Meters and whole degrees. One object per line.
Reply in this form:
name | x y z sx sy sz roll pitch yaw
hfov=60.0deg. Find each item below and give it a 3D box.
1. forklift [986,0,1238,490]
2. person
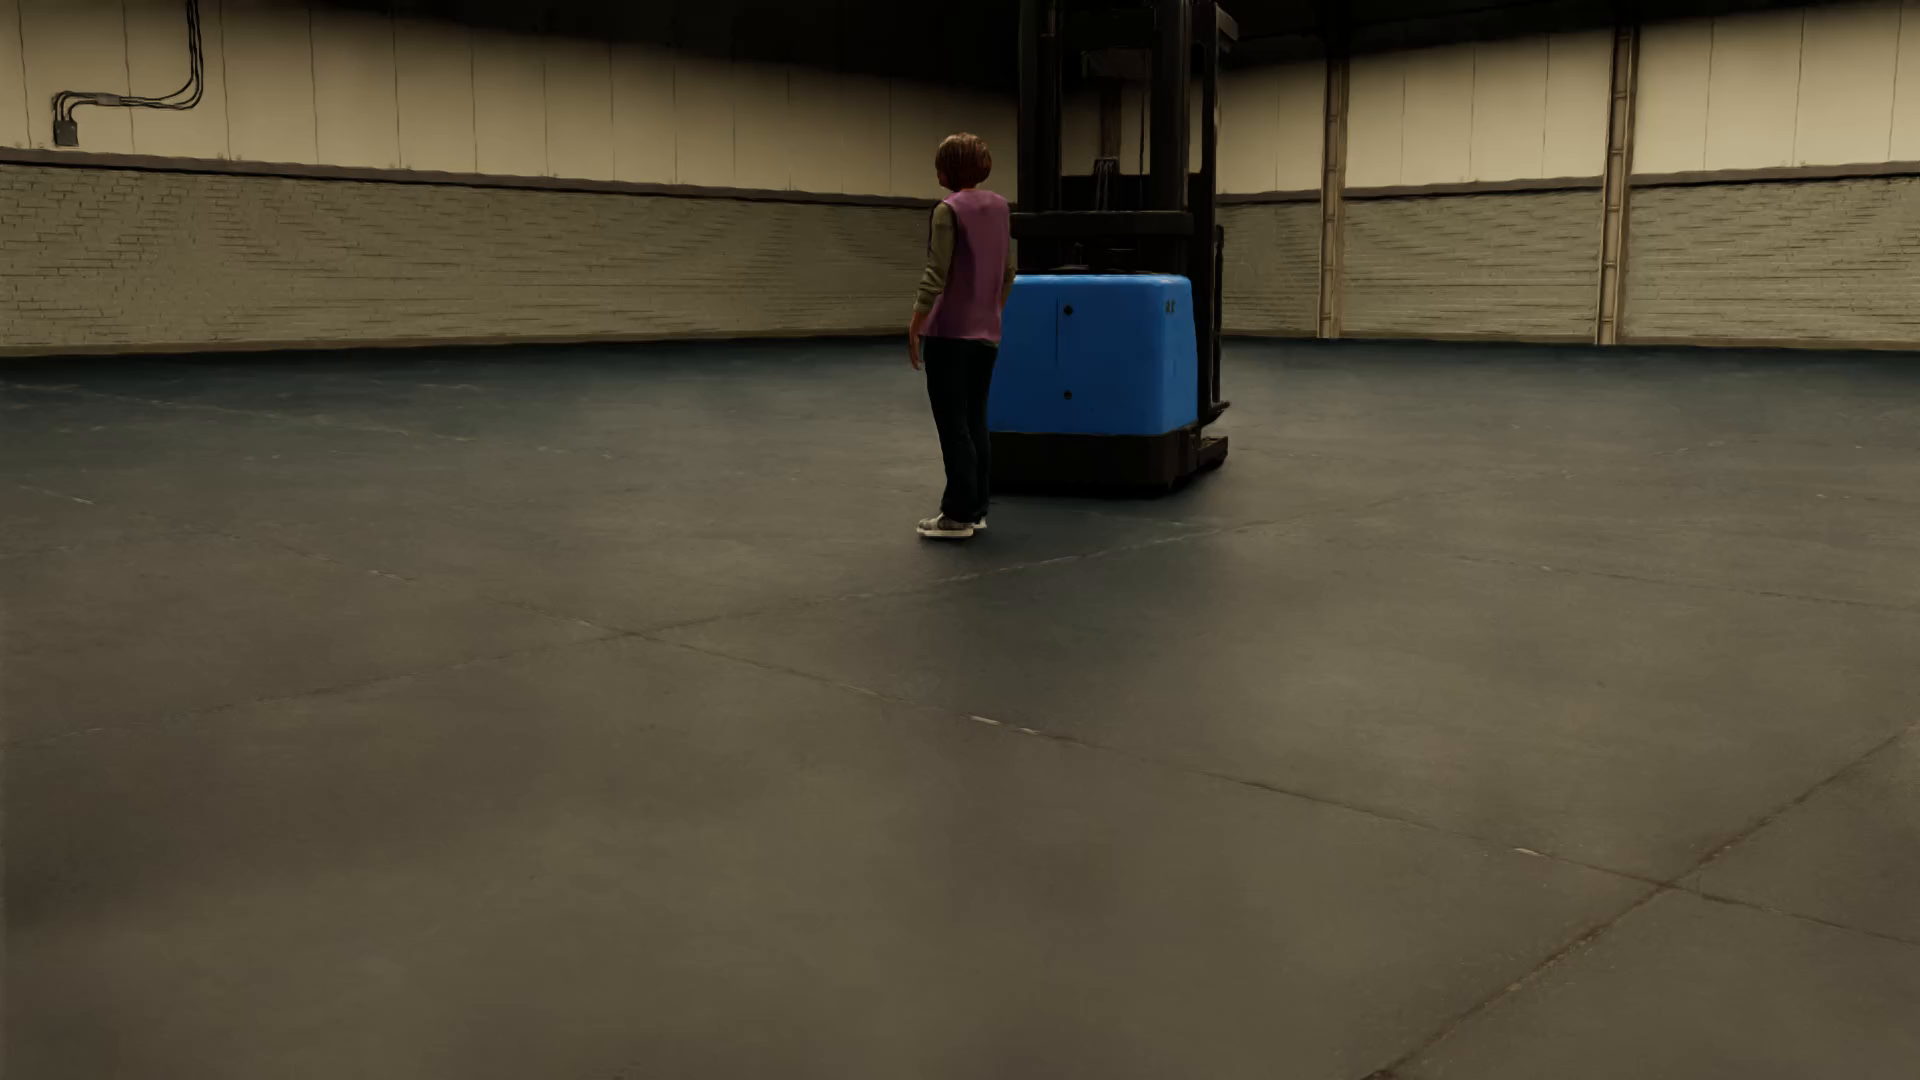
forklift | 0.928 -1.878 9.348 1.130 2.935 3.031 3 9 18
person | -0.044 -0.806 6.658 0.474 1.597 0.520 8 12 43
